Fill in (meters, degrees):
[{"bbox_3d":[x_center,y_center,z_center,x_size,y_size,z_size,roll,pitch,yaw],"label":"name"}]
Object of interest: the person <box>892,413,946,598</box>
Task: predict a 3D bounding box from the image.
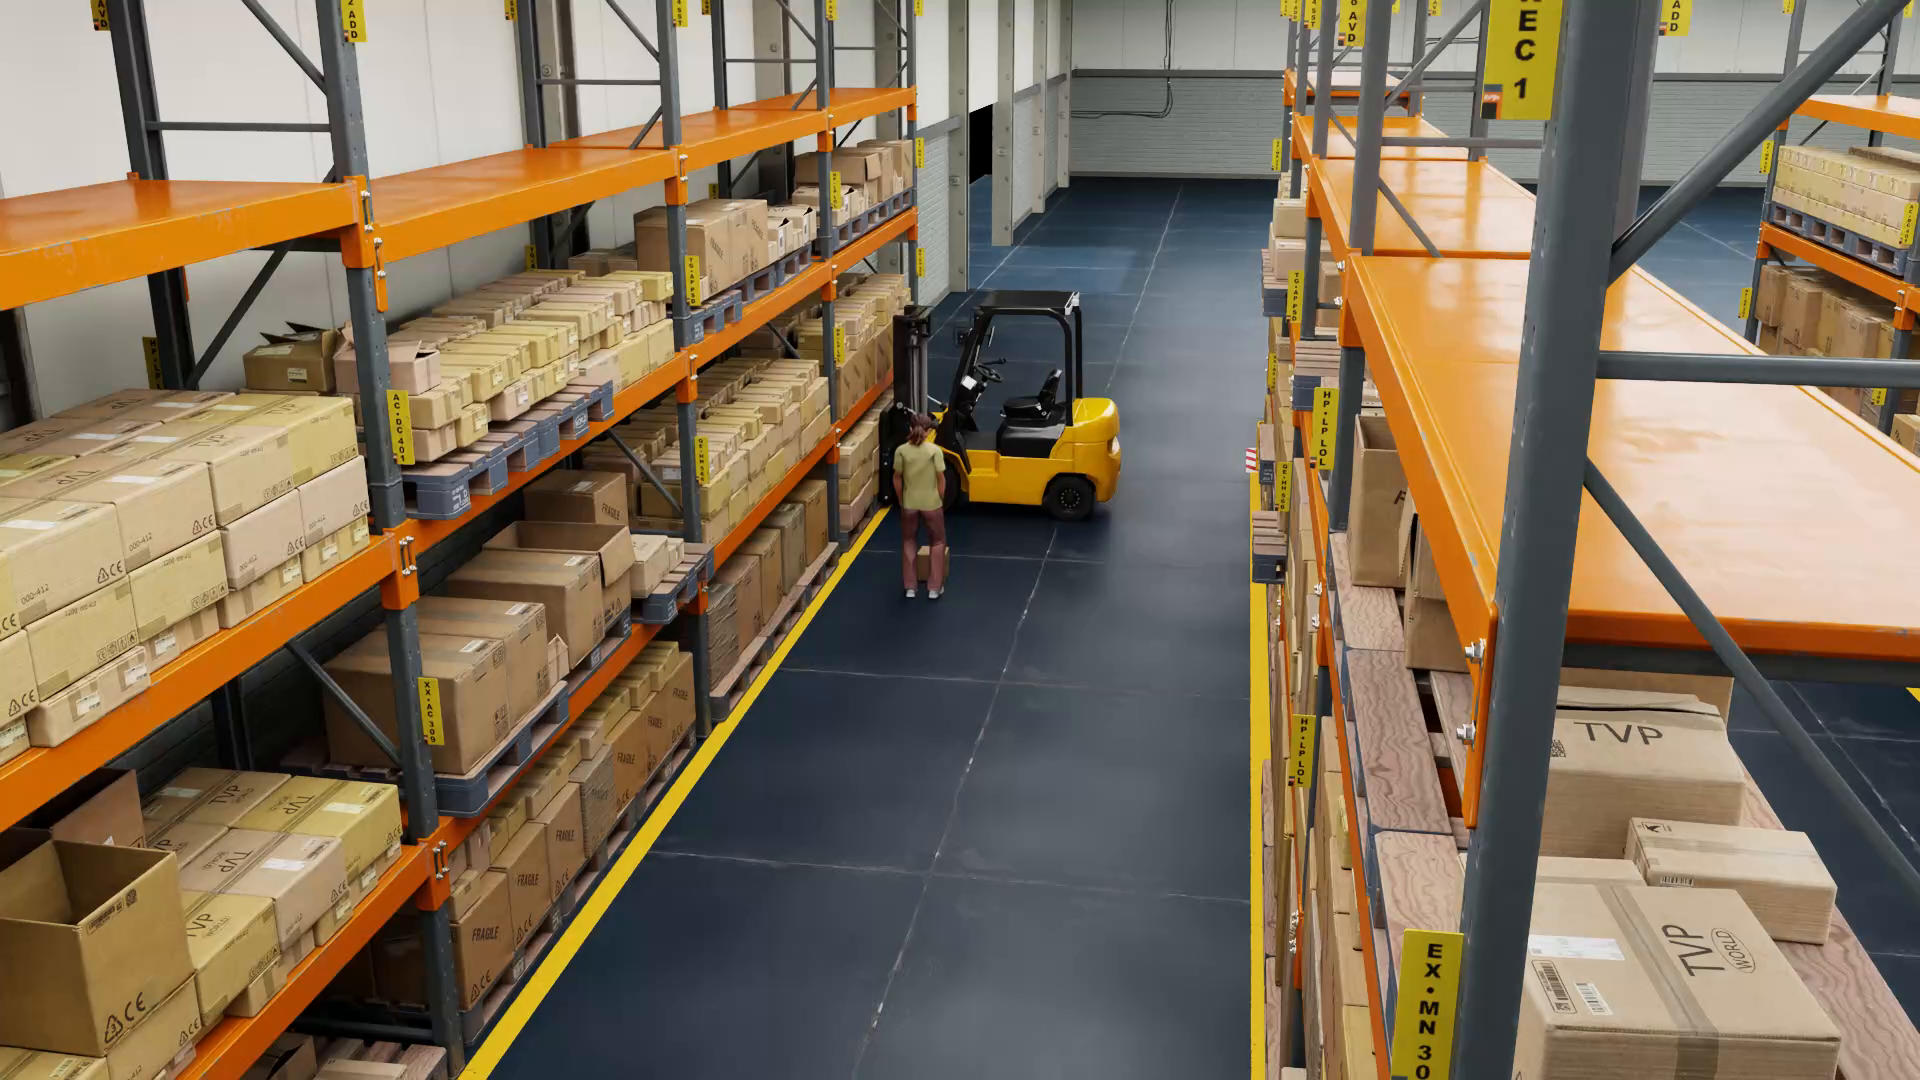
[{"bbox_3d":[-0.350,-0.295,14.506,0.470,1.628,0.386,3,18,10],"label":"person"}]
